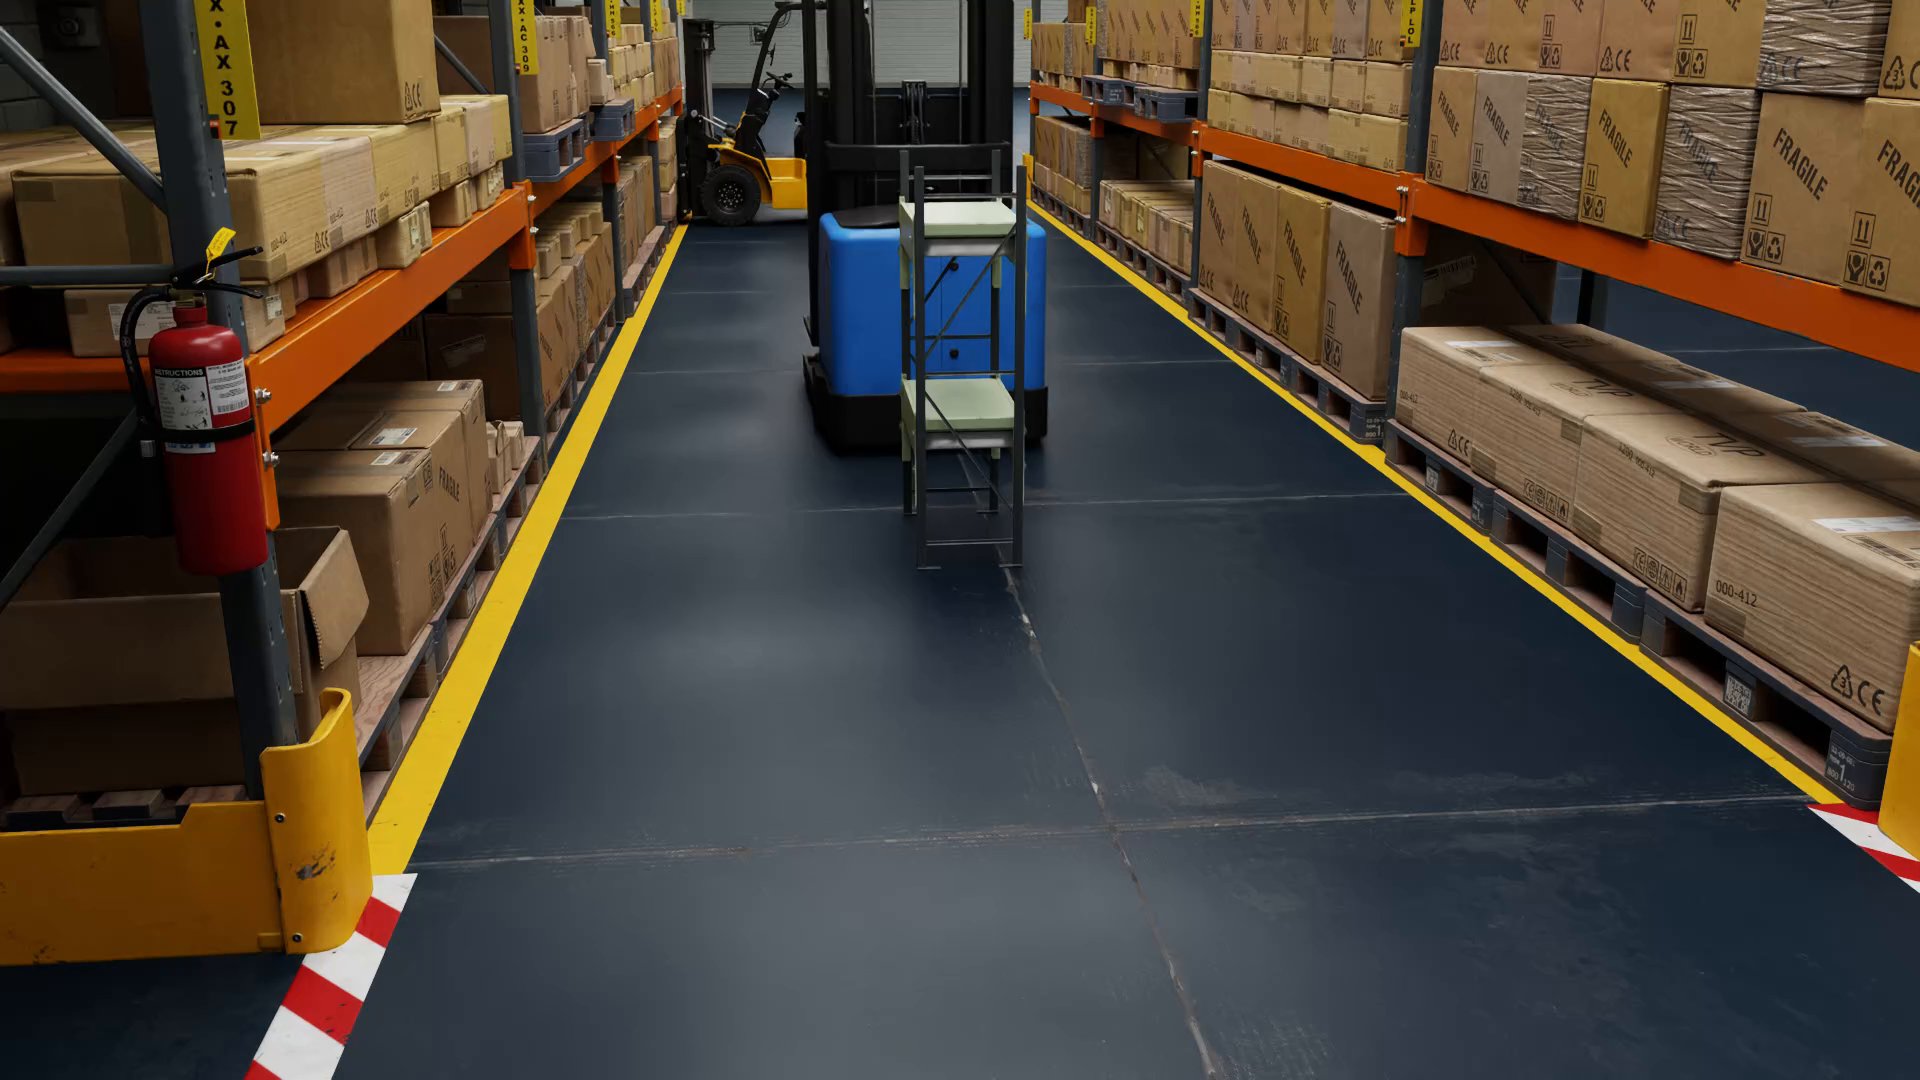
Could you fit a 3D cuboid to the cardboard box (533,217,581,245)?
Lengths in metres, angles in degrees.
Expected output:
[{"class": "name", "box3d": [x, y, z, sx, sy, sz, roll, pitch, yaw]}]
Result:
[{"class": "cardboard box", "box3d": [-2.473, -1.839, 9.915, 0.380, 0.149, 0.250, -1, 17, -4]}]

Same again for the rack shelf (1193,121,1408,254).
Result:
[{"class": "rack shelf", "box3d": [2.343, -2.116, 9.611, 1.077, 0.370, 4.000, -2, 18, -6]}]

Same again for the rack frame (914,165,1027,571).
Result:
[{"class": "rack frame", "box3d": [0.037, -0.609, 6.111, 0.400, 1.500, 0.023, -2, 18, -6]}]

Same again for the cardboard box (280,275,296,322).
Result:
[{"class": "cardboard box", "box3d": [-1.808, -0.578, 3.931, 0.380, 0.149, 0.250, -1, 17, -4]}]

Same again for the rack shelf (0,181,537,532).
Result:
[{"class": "rack shelf", "box3d": [-2.181, -0.770, 5.323, 1.077, 0.370, 4.000, -2, 18, -6]}]

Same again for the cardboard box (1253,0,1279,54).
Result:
[{"class": "cardboard box", "box3d": [2.044, -3.124, 9.782, 0.500, 0.500, 0.500, -1, 17, -4]}]

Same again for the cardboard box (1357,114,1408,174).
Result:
[{"class": "cardboard box", "box3d": [2.253, -1.918, 8.029, 0.500, 0.250, 0.500, -2, 18, -7]}]

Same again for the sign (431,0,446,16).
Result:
[{"class": "sign", "box3d": [-3.351, -3.435, 10.678, 0.100, 0.325, 0.005, -2, 18, -6]}]

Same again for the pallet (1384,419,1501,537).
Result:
[{"class": "pallet", "box3d": [2.550, -0.304, 7.294, 1.003, 0.211, 1.213, -2, 18, -6]}]

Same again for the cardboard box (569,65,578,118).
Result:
[{"class": "cardboard box", "box3d": [-2.149, -2.271, 8.427, 0.396, 0.266, 0.258, -1, 17, -3]}]

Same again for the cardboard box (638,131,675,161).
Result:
[{"class": "cardboard box", "box3d": [-2.993, -3.765, 15.881, 0.500, 0.250, 0.500, -2, 18, -6]}]

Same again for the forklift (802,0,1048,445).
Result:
[{"class": "forklift", "box3d": [-0.301, -2.243, 8.929, 1.130, 2.935, 3.031, -2, 18, -8]}]

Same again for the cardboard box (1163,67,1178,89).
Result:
[{"class": "cardboard box", "box3d": [1.699, -3.378, 12.146, 0.380, 0.149, 0.250, -2, 18, -6]}]

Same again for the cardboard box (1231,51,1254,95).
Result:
[{"class": "cardboard box", "box3d": [1.996, -2.910, 10.353, 0.500, 0.250, 0.500, -1, 17, -4]}]

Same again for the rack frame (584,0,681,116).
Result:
[{"class": "rack frame", "box3d": [-3.625, -5.284, 18.502, 1.000, 3.000, 0.127, -2, 18, -6]}]

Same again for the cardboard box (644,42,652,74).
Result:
[{"class": "cardboard box", "box3d": [-2.907, -4.121, 14.212, 0.500, 0.250, 0.500, -2, 18, -7]}]

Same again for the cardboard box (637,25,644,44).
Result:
[{"class": "cardboard box", "box3d": [-2.780, -4.130, 13.574, 0.380, 0.149, 0.250, -2, 18, -7]}]

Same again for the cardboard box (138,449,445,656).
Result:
[{"class": "cardboard box", "box3d": [-1.993, 0.034, 5.034, 0.700, 0.500, 0.500, -1, 17, -3]}]

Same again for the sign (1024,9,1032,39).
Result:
[{"class": "sign", "box3d": [0.772, -5.835, 18.810, 0.100, 0.325, 0.005, -2, 18, -6]}]

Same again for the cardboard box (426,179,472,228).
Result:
[{"class": "cardboard box", "box3d": [-1.949, -1.194, 5.893, 0.380, 0.149, 0.250, -2, 18, -6]}]

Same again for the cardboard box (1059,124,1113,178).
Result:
[{"class": "cardboard box", "box3d": [1.289, -3.965, 16.936, 0.500, 0.500, 0.500, -1, 17, -3]}]

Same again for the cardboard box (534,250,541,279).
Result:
[{"class": "cardboard box", "box3d": [-2.345, -1.379, 8.451, 0.380, 0.149, 0.250, -2, 18, -7]}]

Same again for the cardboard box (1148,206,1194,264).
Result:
[{"class": "cardboard box", "box3d": [2.005, -2.390, 12.969, 0.950, 0.372, 0.625, -2, 18, -7]}]

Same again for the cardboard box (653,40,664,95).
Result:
[{"class": "cardboard box", "box3d": [-3.069, -4.435, 15.630, 0.500, 0.500, 0.500, -1, 17, -5]}]

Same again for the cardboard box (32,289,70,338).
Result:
[{"class": "cardboard box", "box3d": [-2.241, -0.566, 3.890, 0.380, 0.149, 0.250, -1, 17, -4]}]

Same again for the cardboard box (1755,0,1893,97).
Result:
[{"class": "cardboard box", "box3d": [2.593, -1.488, 4.572, 0.500, 0.500, 0.500, -2, 18, -5]}]

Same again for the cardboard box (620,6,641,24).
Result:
[{"class": "cardboard box", "box3d": [-2.950, -4.696, 14.881, 0.380, 0.149, 0.250, -1, 17, -5]}]

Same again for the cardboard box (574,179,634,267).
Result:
[{"class": "cardboard box", "box3d": [-2.926, -2.349, 12.415, 0.875, 0.625, 0.625, -1, 17, -4]}]

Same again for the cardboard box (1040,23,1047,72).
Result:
[{"class": "cardboard box", "box3d": [1.142, -5.325, 17.966, 0.500, 0.500, 0.500, -1, 17, -4]}]

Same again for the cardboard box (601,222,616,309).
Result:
[{"class": "cardboard box", "box3d": [-2.542, -1.789, 10.841, 0.500, 0.500, 0.500, -1, 17, -4]}]

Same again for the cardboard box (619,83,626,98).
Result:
[{"class": "cardboard box", "box3d": [-2.649, -3.119, 11.855, 0.500, 0.250, 0.500, -2, 18, -7]}]

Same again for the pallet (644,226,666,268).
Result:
[{"class": "pallet", "box3d": [-3.097, -2.544, 14.428, 1.003, 0.211, 1.213, -2, 18, -6]}]

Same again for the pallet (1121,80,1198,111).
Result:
[{"class": "pallet", "box3d": [1.892, -3.552, 13.305, 1.003, 0.211, 1.213, -2, 18, -6]}]

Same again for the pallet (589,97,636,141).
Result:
[{"class": "pallet", "box3d": [-2.660, -2.610, 10.302, 1.213, 0.211, 1.003, -2, 18, -6]}]

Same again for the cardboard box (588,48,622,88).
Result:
[{"class": "cardboard box", "box3d": [-2.578, -3.208, 11.305, 0.500, 0.250, 0.500, -2, 18, -6]}]

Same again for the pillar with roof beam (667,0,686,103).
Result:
[{"class": "pillar with roof beam", "box3d": [-2.643, -15.195, 40.053, 9.100, 9.000, 0.400, -2, 18, -6]}]

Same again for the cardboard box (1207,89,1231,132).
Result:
[{"class": "cardboard box", "box3d": [1.937, -2.830, 10.935, 0.500, 0.250, 0.500, -2, 18, -7]}]

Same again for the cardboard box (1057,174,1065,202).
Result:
[{"class": "cardboard box", "box3d": [1.284, -3.613, 17.069, 0.500, 0.250, 0.500, -2, 17, -5]}]

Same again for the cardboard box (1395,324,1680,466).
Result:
[{"class": "cardboard box", "box3d": [2.508, -0.651, 7.320, 0.875, 0.438, 0.875, -2, 18, -6]}]

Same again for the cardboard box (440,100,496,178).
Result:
[{"class": "cardboard box", "box3d": [-2.026, -1.487, 6.158, 0.500, 0.250, 0.500, -2, 18, -5]}]

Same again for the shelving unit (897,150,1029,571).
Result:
[{"class": "shelving unit", "box3d": [-0.001, -0.718, 6.459, 0.431, 1.500, 0.755, -2, 18, -6]}]

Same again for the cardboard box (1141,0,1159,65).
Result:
[{"class": "cardboard box", "box3d": [1.696, -3.876, 12.652, 0.500, 0.500, 0.500, -3, 18, -9]}]

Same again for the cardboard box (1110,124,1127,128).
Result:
[{"class": "cardboard box", "box3d": [1.814, -3.991, 17.020, 0.500, 0.500, 0.500, -1, 17, -3]}]

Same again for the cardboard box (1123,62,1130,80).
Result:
[{"class": "cardboard box", "box3d": [1.574, -3.919, 13.869, 0.380, 0.149, 0.250, -2, 17, -5]}]

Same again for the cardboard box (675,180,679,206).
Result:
[{"class": "cardboard box", "box3d": [-3.069, -3.439, 16.513, 0.500, 0.250, 0.500, -1, 17, -5]}]

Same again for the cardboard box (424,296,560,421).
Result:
[{"class": "cardboard box", "box3d": [-2.213, -0.868, 7.906, 0.500, 0.500, 0.500, -1, 17, -3]}]

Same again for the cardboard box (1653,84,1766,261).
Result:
[{"class": "cardboard box", "box3d": [2.550, -1.158, 5.191, 0.500, 0.500, 0.500, -1, 17, -4]}]

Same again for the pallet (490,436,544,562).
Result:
[{"class": "pallet", "box3d": [-2.317, -0.174, 6.879, 1.003, 0.211, 1.213, -2, 18, -6]}]
